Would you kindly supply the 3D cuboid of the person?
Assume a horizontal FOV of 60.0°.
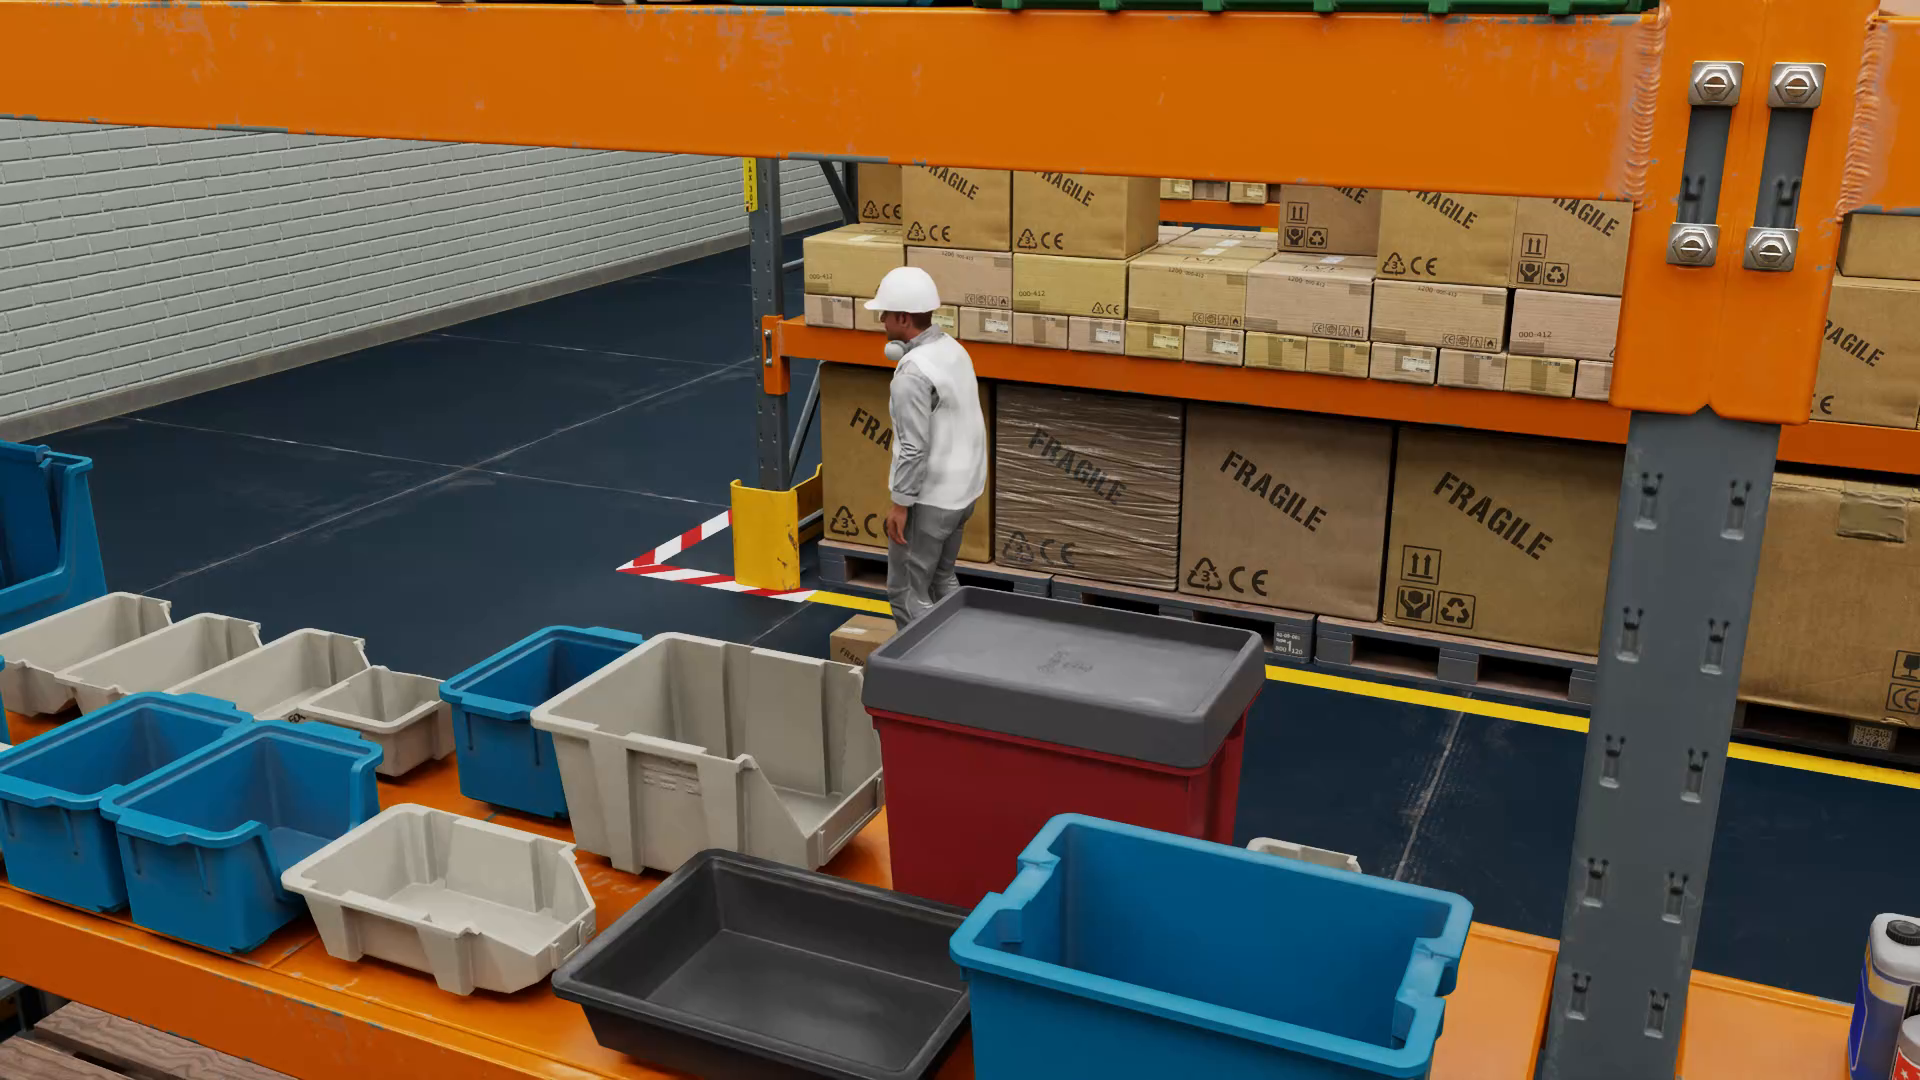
[{"bbox_3d":[-0.134,-0.200,6.609,0.465,1.770,0.589,7,20,20],"label":"person"}]
